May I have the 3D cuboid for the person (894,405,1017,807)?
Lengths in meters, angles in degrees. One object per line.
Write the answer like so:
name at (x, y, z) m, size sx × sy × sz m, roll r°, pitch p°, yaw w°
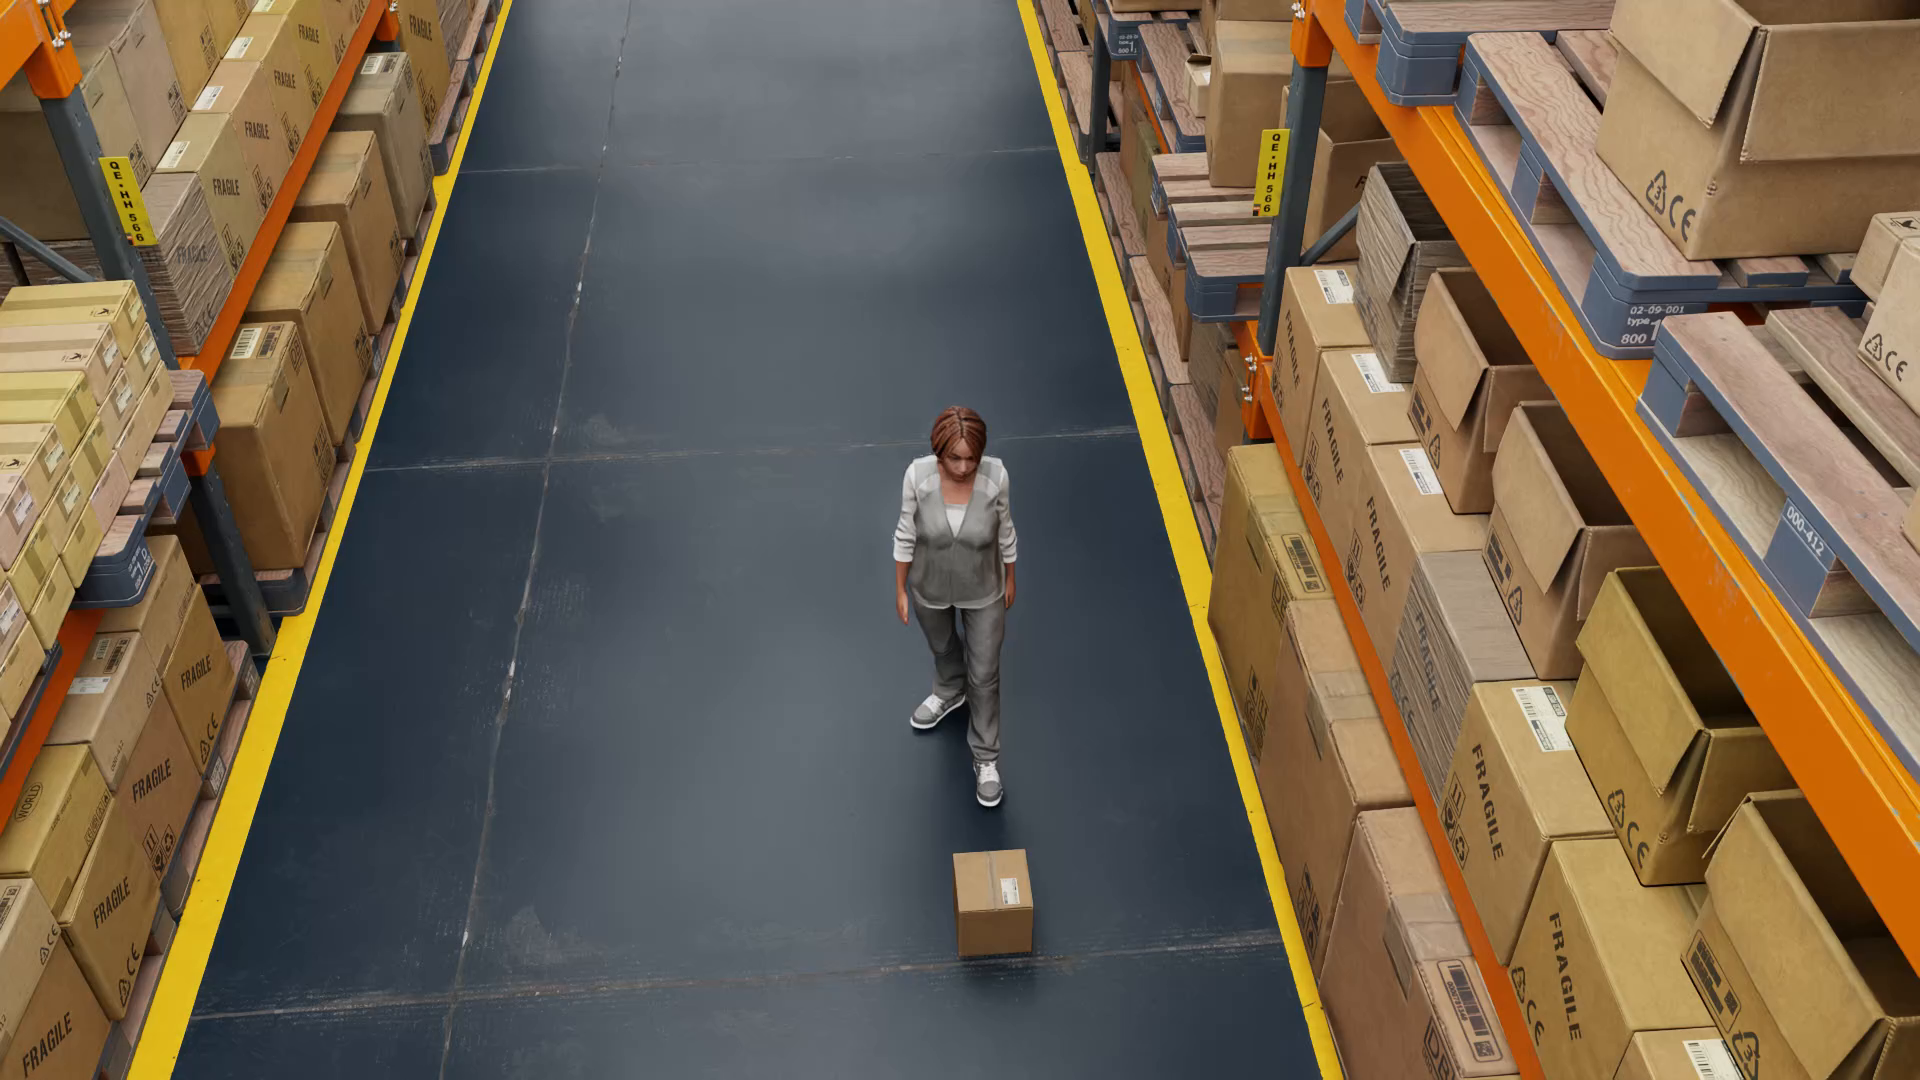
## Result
person at (-0.022, 0.201, 5.917) m, size 0.426 × 1.570 × 0.604 m, roll 4°, pitch 40°, yaw 5°
